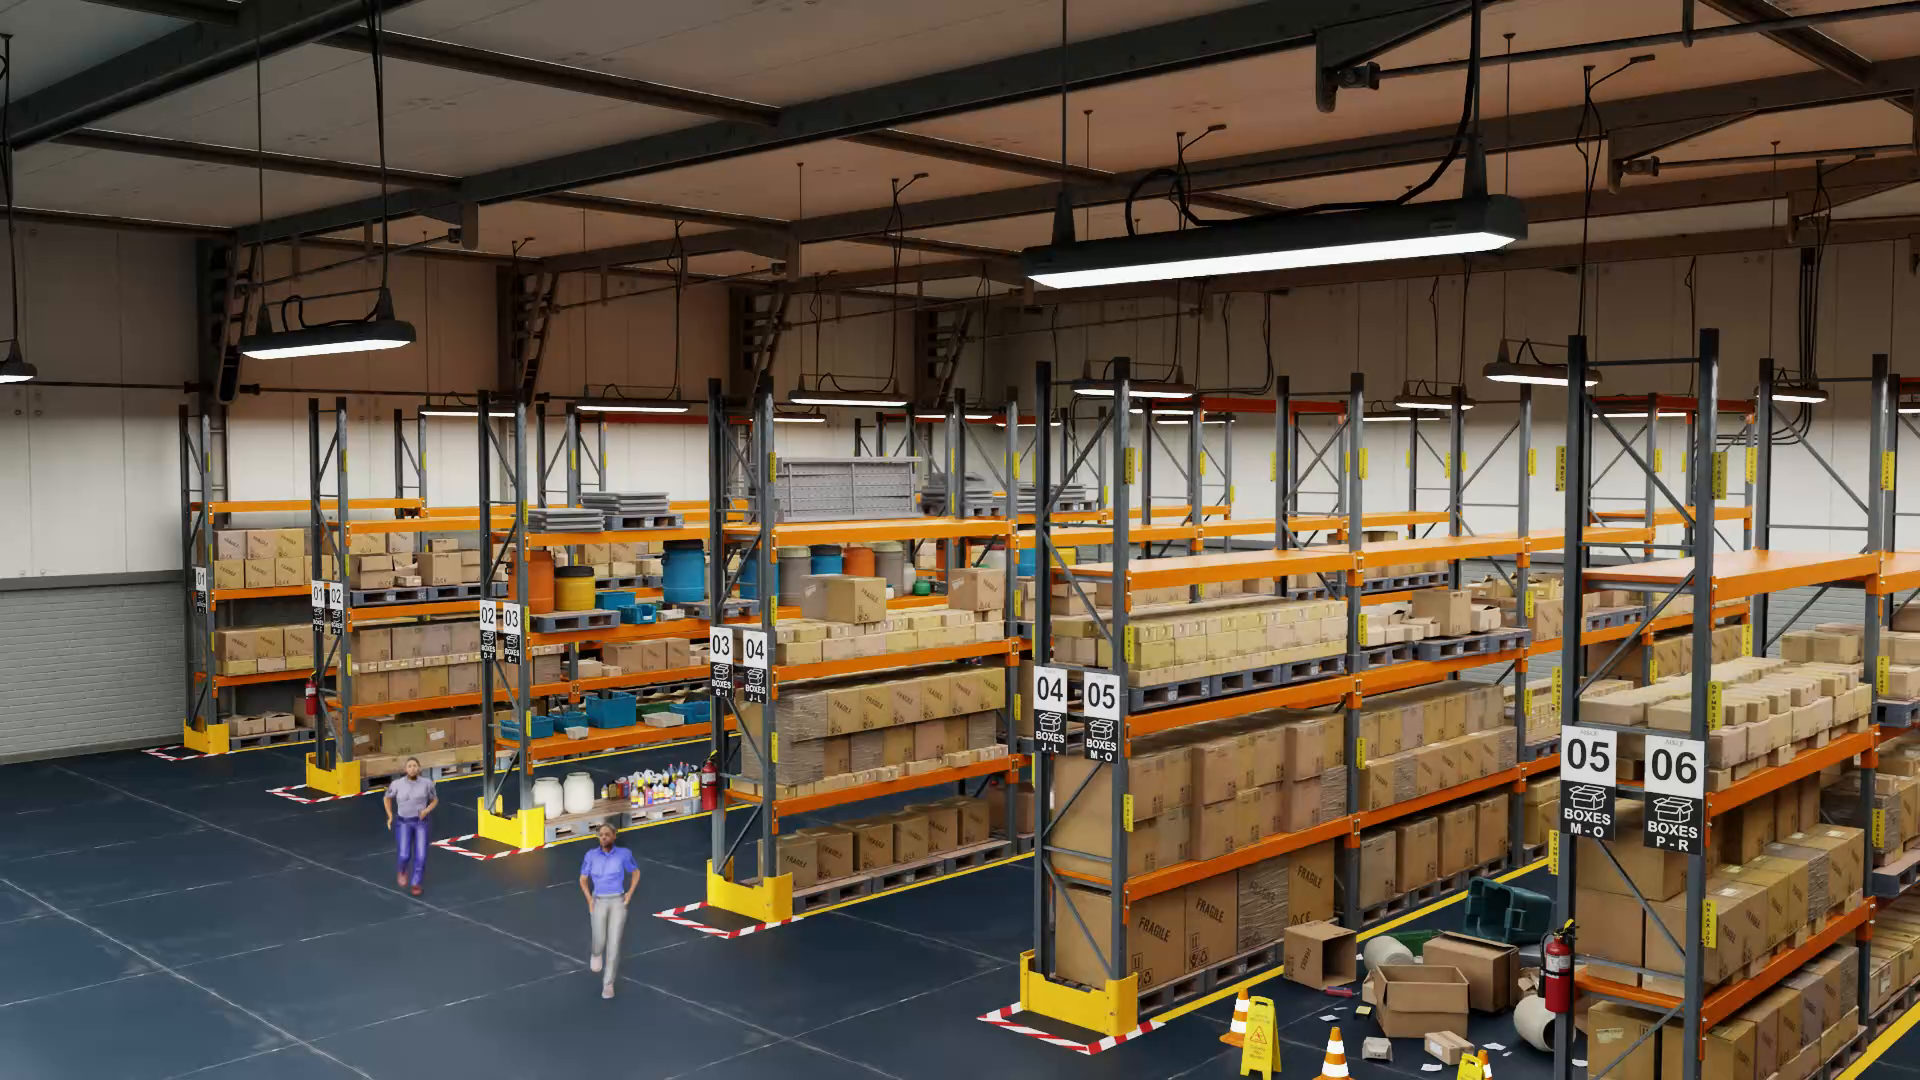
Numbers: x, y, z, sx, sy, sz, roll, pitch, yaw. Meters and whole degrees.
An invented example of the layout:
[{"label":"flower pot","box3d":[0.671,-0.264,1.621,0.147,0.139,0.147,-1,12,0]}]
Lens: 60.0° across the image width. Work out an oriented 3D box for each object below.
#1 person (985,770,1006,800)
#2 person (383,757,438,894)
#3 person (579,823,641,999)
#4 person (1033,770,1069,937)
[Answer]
[{"label":"person","box3d":[0.548,2.967,24.391,0.662,1.766,0.993,2,4,38]},{"label":"person","box3d":[-6.386,3.341,19.387,0.603,1.605,0.536,-1,3,-23]},{"label":"person","box3d":[-3.368,3.563,16.034,0.581,1.554,0.658,0,3,-8]},{"label":"person","box3d":[1.102,3.370,18.045,0.652,1.763,0.942,2,4,32]}]
